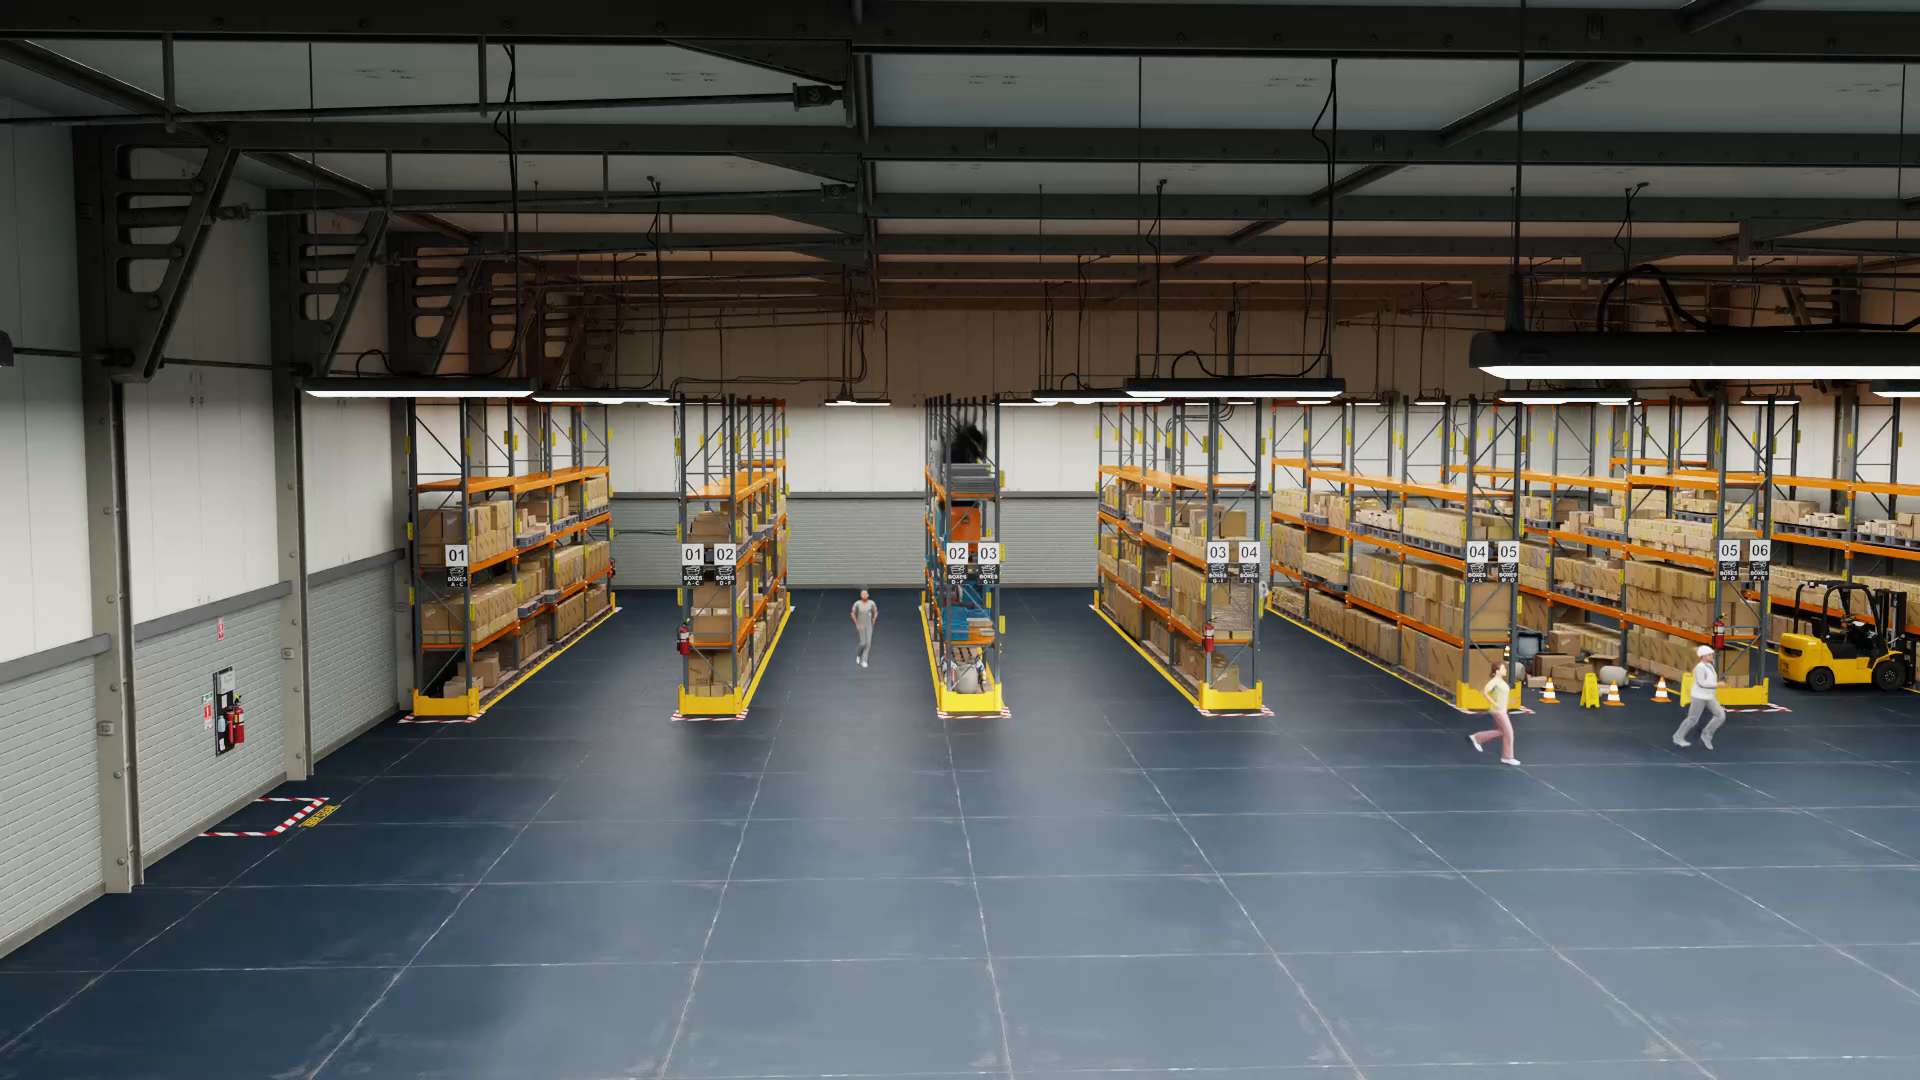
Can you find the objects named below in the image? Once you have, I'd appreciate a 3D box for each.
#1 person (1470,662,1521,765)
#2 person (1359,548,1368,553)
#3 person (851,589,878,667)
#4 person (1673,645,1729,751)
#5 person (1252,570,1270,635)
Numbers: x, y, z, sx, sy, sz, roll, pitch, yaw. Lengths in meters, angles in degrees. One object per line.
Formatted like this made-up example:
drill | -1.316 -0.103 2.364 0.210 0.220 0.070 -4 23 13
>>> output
person | 8.663 2.787 26.898 0.818 1.660 0.579 3 5 30
person | 11.959 1.046 49.256 0.667 1.610 0.508 0 5 1
person | -1.997 1.846 35.103 0.560 1.644 0.551 -1 5 -13
person | 12.445 2.639 27.835 0.665 1.776 0.863 -4 6 -43
person | 7.498 1.579 41.794 0.593 1.655 0.616 -1 5 -11
